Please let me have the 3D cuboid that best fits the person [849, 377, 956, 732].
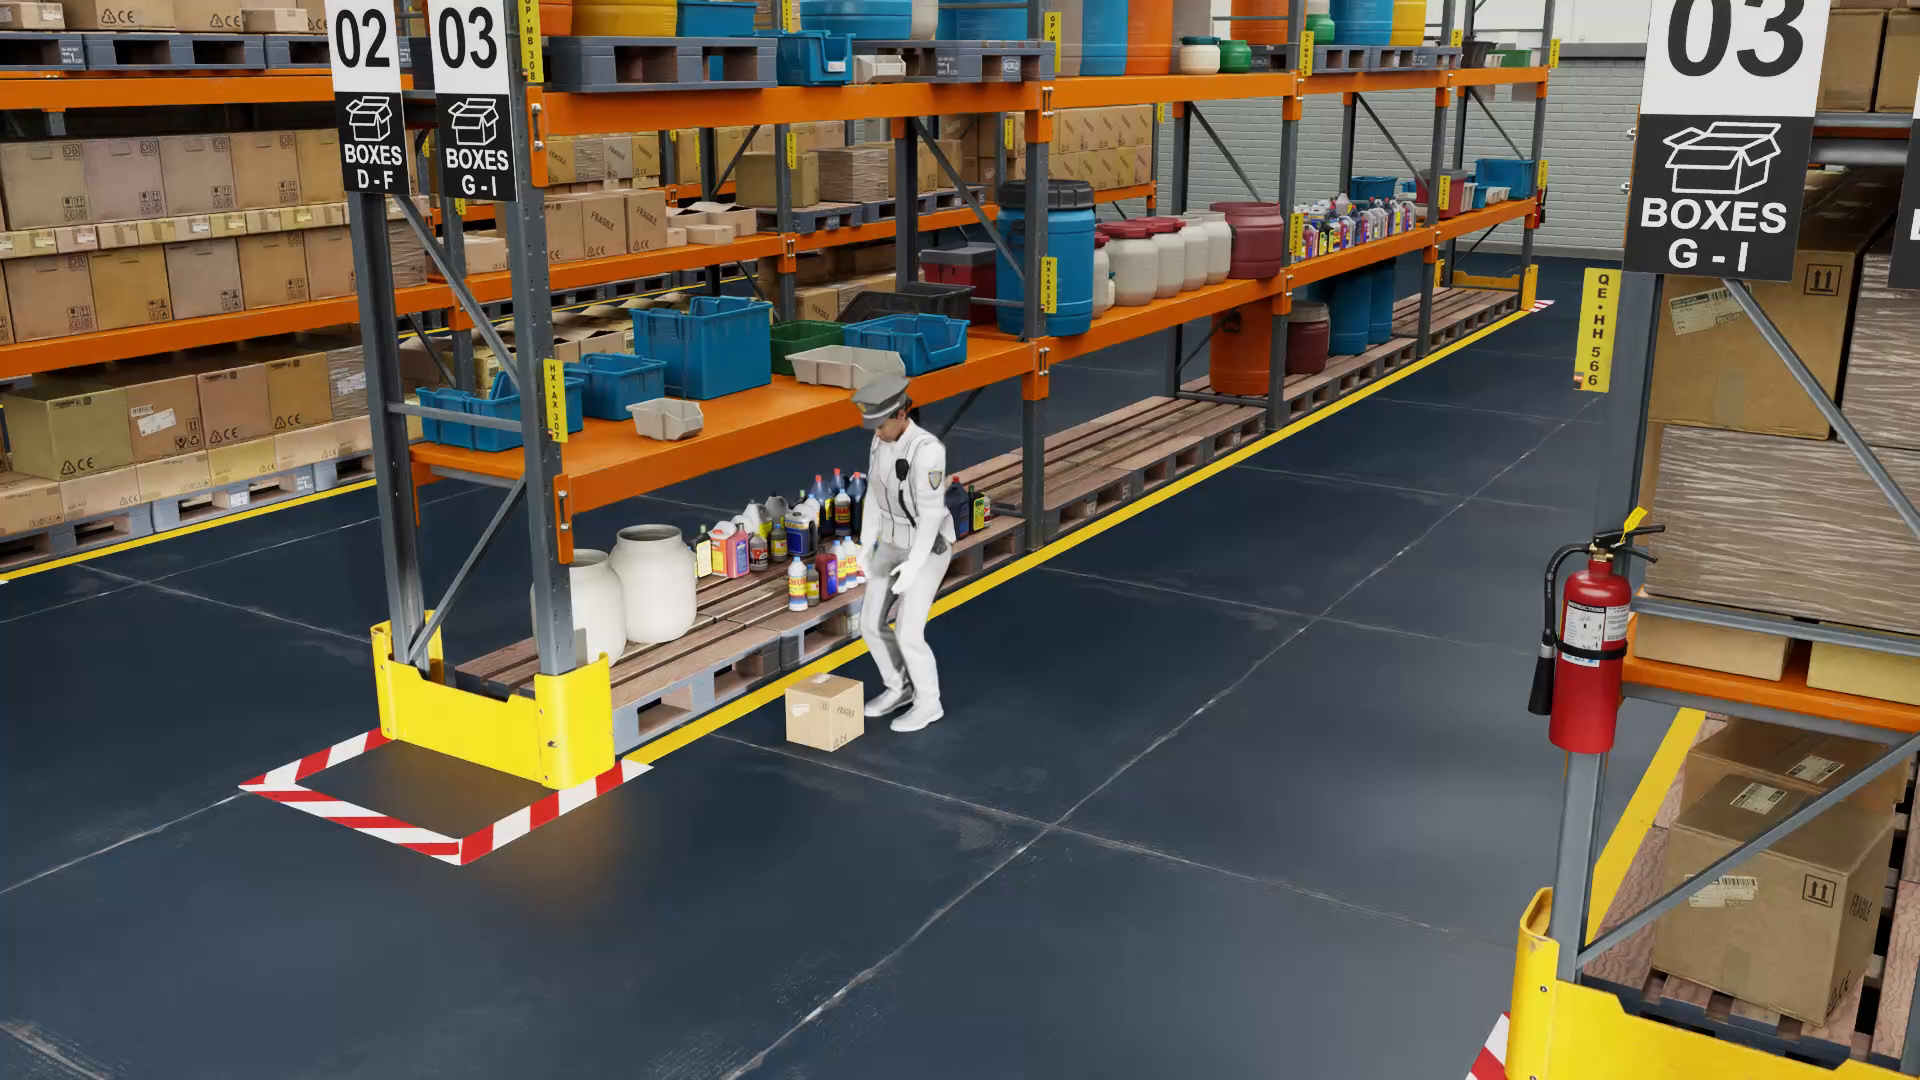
[{"bbox_3d":[-0.252,0.060,7.458,0.485,1.604,0.508,-12,20,-36],"label":"person"}]
